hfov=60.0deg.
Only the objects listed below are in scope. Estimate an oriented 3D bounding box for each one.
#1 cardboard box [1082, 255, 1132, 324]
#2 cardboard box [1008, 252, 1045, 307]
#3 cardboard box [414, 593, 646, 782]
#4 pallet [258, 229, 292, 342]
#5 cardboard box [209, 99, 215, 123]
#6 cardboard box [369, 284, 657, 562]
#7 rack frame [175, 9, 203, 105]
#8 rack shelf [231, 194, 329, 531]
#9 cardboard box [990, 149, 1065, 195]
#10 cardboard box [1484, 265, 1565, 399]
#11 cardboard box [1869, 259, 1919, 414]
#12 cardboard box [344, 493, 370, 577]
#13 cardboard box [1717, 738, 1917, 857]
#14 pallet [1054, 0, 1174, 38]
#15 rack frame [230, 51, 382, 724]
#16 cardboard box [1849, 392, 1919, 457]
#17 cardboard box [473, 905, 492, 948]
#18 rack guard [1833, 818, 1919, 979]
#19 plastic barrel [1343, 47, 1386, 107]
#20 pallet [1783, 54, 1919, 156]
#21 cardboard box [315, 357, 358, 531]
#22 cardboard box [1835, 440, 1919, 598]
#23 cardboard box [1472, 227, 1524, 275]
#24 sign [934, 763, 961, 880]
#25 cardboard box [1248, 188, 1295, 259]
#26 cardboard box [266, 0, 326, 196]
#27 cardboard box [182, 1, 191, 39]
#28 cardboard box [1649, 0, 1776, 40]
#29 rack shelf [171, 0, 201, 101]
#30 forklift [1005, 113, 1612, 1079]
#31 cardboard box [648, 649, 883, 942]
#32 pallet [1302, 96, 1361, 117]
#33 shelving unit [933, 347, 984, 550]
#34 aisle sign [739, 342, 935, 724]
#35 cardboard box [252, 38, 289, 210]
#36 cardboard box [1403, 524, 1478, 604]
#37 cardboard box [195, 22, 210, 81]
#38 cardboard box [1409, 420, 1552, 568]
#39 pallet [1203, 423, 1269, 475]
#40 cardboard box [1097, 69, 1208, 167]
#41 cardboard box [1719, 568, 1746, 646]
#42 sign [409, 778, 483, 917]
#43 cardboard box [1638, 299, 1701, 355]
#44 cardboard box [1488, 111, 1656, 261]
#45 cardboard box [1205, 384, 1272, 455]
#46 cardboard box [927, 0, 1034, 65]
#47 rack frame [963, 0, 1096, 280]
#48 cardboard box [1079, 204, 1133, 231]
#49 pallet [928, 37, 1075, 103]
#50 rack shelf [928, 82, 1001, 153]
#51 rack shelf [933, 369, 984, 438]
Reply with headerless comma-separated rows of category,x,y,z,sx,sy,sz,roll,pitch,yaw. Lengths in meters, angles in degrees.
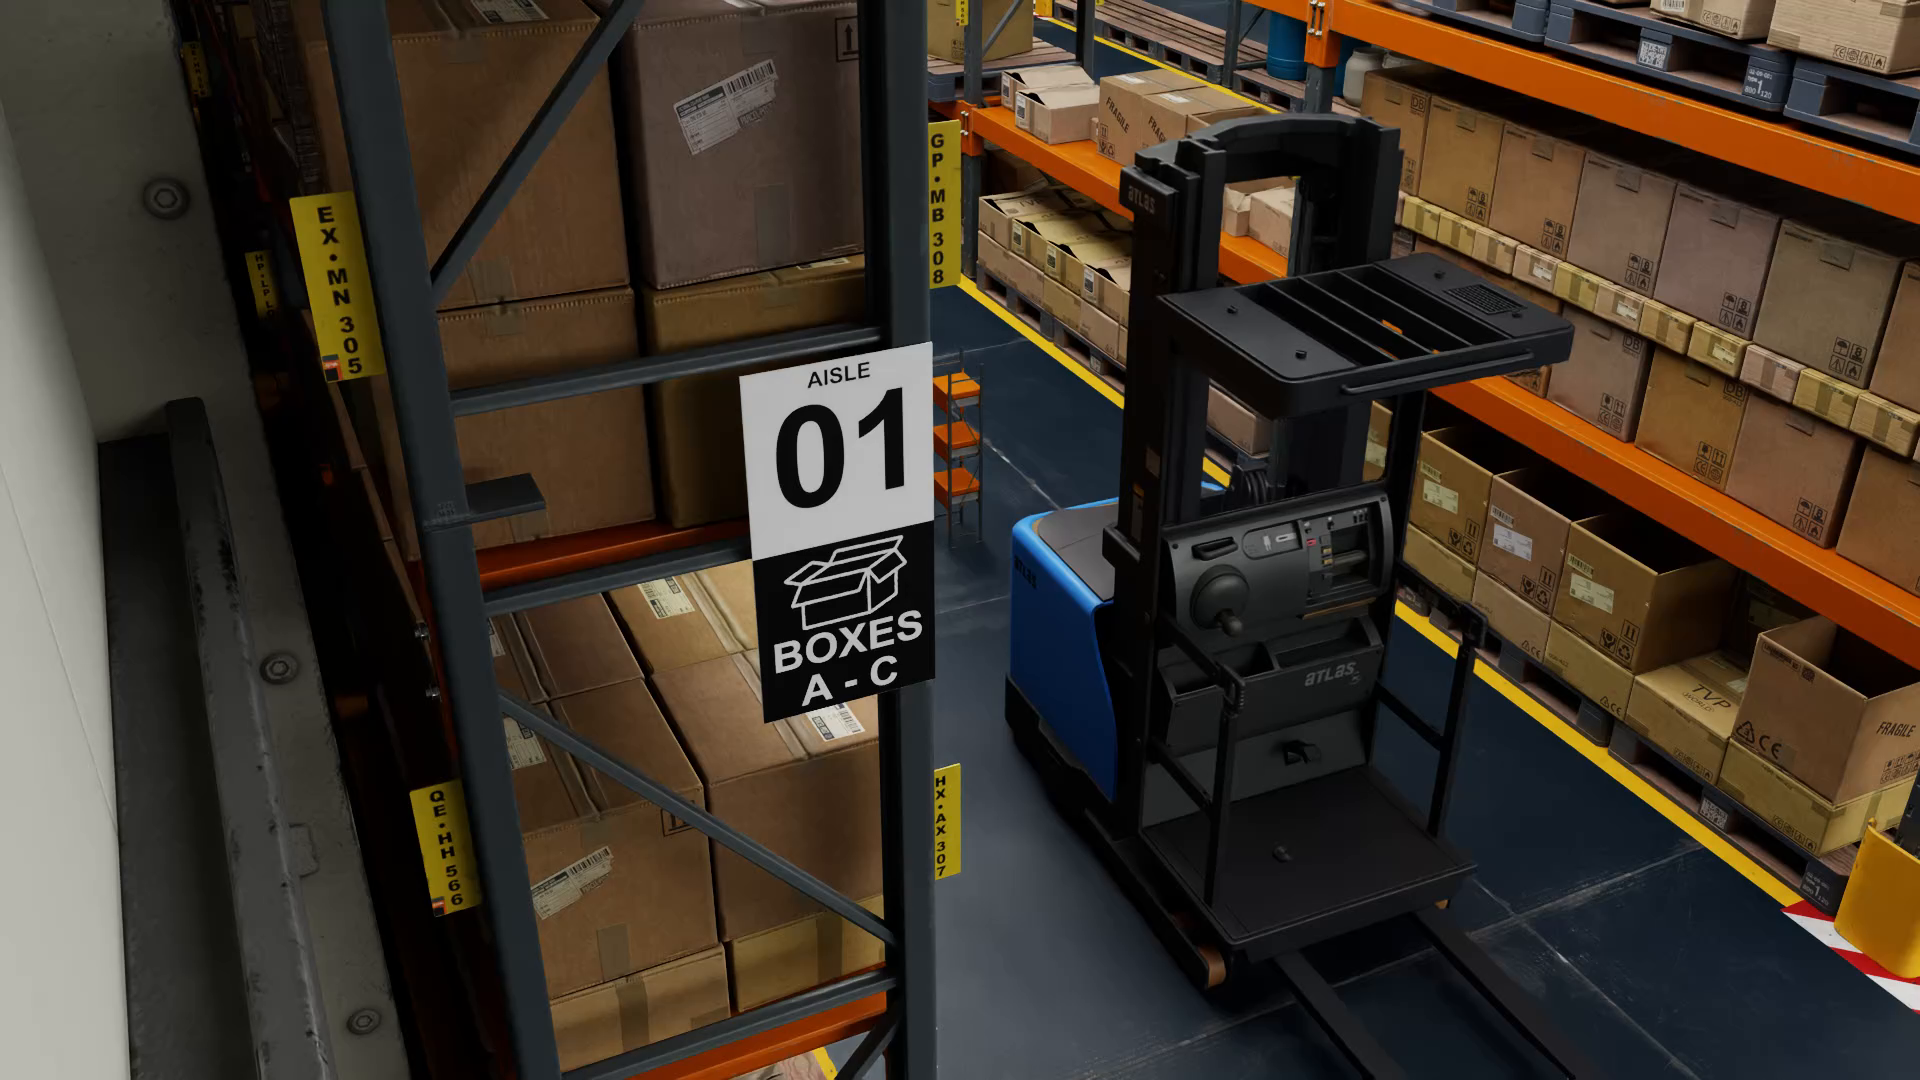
cardboard box,1.135,-1.664,10.791,0.500,0.311,0.500,-13,32,-23
cardboard box,0.680,-1.881,11.750,0.500,0.250,0.500,-14,32,-23
cardboard box,-1.136,0.506,4.479,0.500,0.500,0.500,-13,32,-21
pallet,-3.082,-1.420,8.744,1.003,0.211,1.213,-13,32,-22
cardboard box,-4.614,-2.931,10.814,0.500,0.500,0.500,-13,32,-23
cardboard box,-0.942,-0.328,3.410,0.500,0.500,0.500,-11,31,-18
rack frame,-7.403,-5.904,16.543,1.000,3.000,0.127,-13,32,-22
rack shelf,-3.110,-1.173,8.841,1.077,0.370,4.000,-13,32,-22
cardboard box,0.566,-2.774,13.068,0.500,0.500,0.500,-12,31,-20
cardboard box,2.861,-1.040,7.766,0.700,0.500,0.500,-13,32,-21
cardboard box,3.727,-0.720,5.869,0.700,0.500,0.500,-13,32,-22
cardboard box,-2.012,-0.072,6.276,0.500,0.250,0.500,-14,32,-24
cardboard box,3.441,0.964,6.678,0.500,0.250,0.500,-13,32,-22
pallet,1.864,-6.395,20.270,1.003,0.211,1.213,-13,32,-22
rack frame,-2.251,-0.603,7.090,1.000,3.000,0.127,-13,32,-22
cardboard box,3.488,-0.448,6.049,0.380,0.149,0.250,-12,32,-21
cardboard box,-1.142,0.828,4.672,0.500,0.250,0.500,-12,31,-21
rack guard,3.948,1.223,6.389,1.175,0.500,0.348,-13,32,-22
plastic barrel,3.946,-4.490,16.136,0.421,0.512,0.421,0,29,0
pallet,3.658,-1.465,5.651,1.003,0.211,1.213,-13,32,-22
cardboard box,-2.020,-0.393,6.081,0.500,0.500,0.500,-13,32,-22
cardboard box,3.749,-0.130,6.145,0.700,0.500,0.500,-13,32,-22
cardboard box,2.601,-1.361,7.676,0.380,0.149,0.250,-14,32,-24
sign,-0.044,0.672,3.930,0.100,0.325,0.005,-13,32,-22
cardboard box,1.970,-1.788,9.356,0.500,0.250,0.500,-11,31,-19
cardboard box,-1.200,-1.007,3.598,0.500,0.500,0.500,-11,31,-19
cardboard box,-5.490,-3.831,12.419,0.500,0.500,0.500,-13,32,-21
cardboard box,2.967,-2.090,6.194,0.500,0.311,0.500,-9,31,-16
rack shelf,-6.544,-4.707,15.143,1.077,0.370,4.000,-13,32,-22
forklift,1.254,0.133,5.847,1.130,2.935,3.031,-12,31,-20
cardboard box,-0.468,0.620,4.276,0.500,0.500,0.500,-13,32,-22
pallet,4.083,-4.111,16.198,1.003,0.211,1.213,-13,32,-22
shelving unit,-0.023,-0.482,8.867,0.215,1.050,0.252,-13,32,-22
aisle sign,-0.232,-0.001,3.358,0.394,0.787,0.004,-13,32,-22
cardboard box,-1.804,-1.237,5.031,0.500,0.500,0.500,-13,32,-22
cardboard box,2.566,0.084,8.247,0.500,0.250,0.500,-13,32,-22
cardboard box,-4.398,-3.025,10.215,0.500,0.250,0.500,-12,31,-21
cardboard box,2.567,-0.243,8.064,0.500,0.500,0.500,-13,32,-22
pallet,1.869,-0.746,10.195,1.003,0.211,1.213,-13,32,-22
cardboard box,1.239,-2.717,10.758,0.500,0.500,0.500,-15,33,-25
cardboard box,3.466,0.089,7.471,0.500,0.500,0.500,-13,32,-22
sign,-1.044,0.629,3.386,0.100,0.325,0.005,-13,32,-22
cardboard box,3.045,-0.905,6.862,0.380,0.149,0.250,-12,32,-21
cardboard box,2.850,-1.615,7.466,0.700,0.500,0.500,-13,32,-22
cardboard box,1.781,-0.751,9.735,0.500,0.250,0.500,-13,32,-22
cardboard box,0.132,-3.893,12.425,0.700,0.500,0.500,-26,38,-38
rack frame,0.504,-3.412,12.099,1.000,3.000,0.127,-13,32,-22
cardboard box,1.180,-2.232,11.804,0.500,0.311,0.500,-14,32,-23
pallet,0.149,-3.613,12.653,1.213,0.211,1.003,-13,32,-22
rack shelf,-0.355,-3.981,13.850,1.077,0.370,4.000,-13,32,-22
rack shelf,-0.023,-0.720,8.733,0.215,0.259,0.240,-13,32,-22
